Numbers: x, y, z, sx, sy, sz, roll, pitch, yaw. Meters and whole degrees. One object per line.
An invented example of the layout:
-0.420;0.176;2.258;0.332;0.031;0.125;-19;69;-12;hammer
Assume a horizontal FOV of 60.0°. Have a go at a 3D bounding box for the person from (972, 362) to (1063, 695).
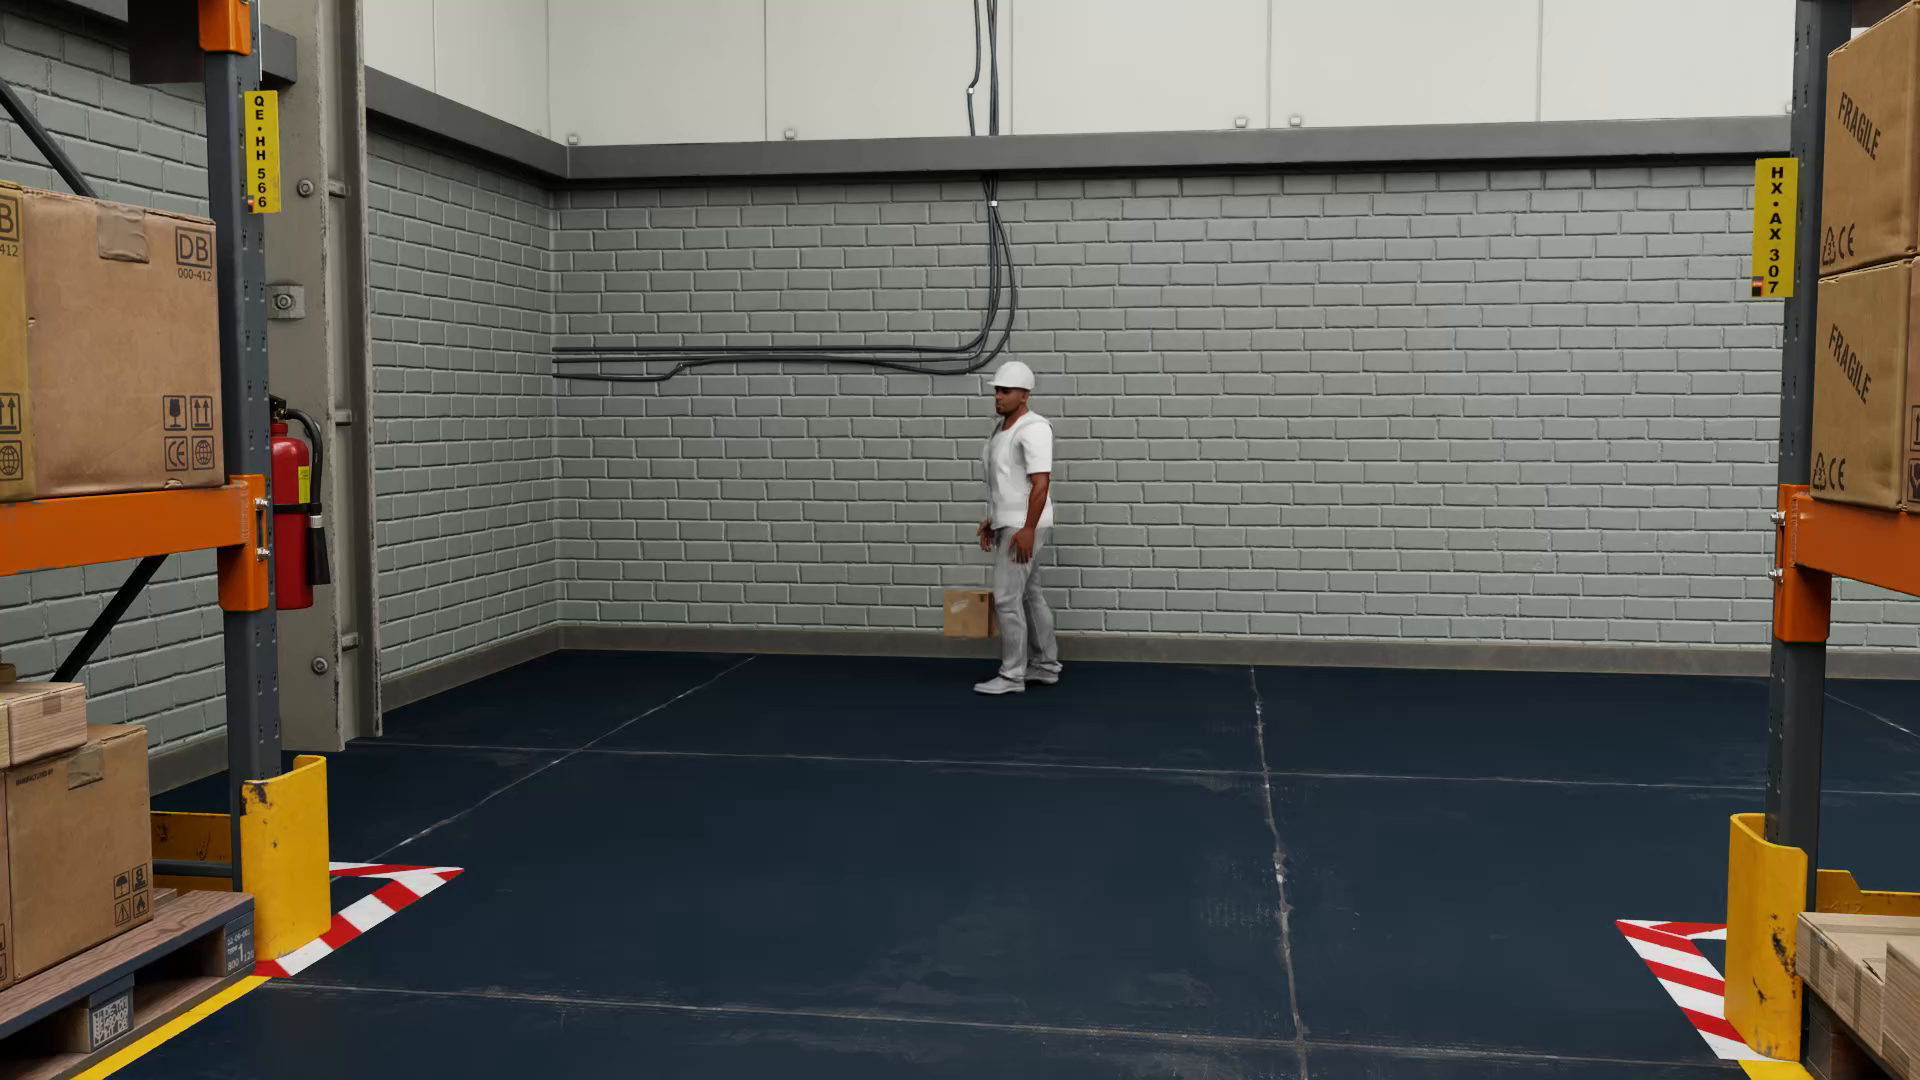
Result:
0.310;-0.068;8.891;0.558;1.761;0.577;-1;5;-15;person
